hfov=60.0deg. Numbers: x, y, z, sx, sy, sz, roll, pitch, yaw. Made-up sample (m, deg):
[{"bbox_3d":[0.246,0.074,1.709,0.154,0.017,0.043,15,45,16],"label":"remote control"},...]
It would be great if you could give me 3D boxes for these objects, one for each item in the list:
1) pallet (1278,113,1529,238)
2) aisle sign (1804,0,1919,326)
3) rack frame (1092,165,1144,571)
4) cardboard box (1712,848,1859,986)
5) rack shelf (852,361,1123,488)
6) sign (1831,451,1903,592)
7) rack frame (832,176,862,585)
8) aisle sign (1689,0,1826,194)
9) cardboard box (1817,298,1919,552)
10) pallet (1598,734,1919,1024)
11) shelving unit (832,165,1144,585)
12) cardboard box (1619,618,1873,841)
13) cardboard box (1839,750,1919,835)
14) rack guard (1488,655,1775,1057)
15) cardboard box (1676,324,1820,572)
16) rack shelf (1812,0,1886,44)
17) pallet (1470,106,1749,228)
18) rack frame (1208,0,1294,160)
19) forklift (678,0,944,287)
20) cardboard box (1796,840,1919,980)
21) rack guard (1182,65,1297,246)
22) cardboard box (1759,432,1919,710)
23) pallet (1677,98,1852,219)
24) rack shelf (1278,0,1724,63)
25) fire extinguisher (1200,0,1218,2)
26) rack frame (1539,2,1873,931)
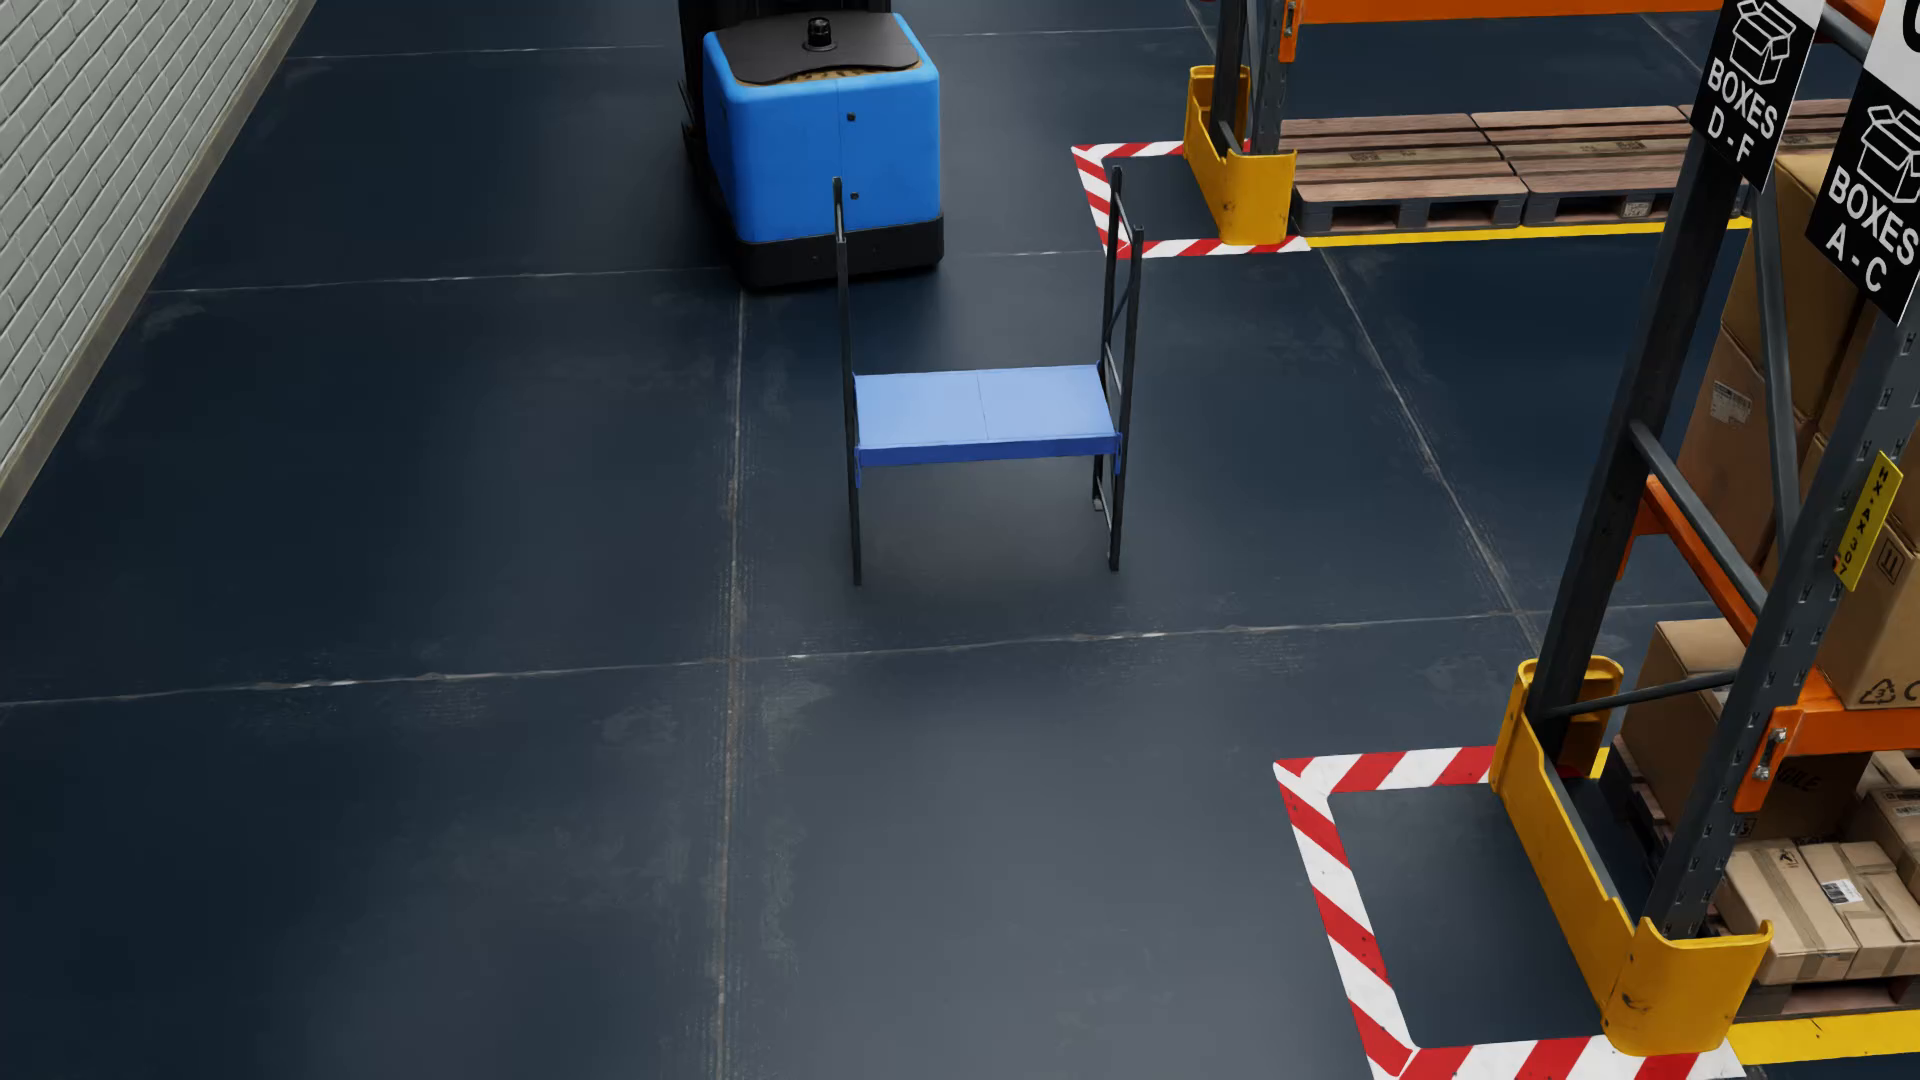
[{"bbox_3d":[2.345,-2.018,9.137,1.213,0.211,1.003,-3,38,-4],"label":"pallet"},{"bbox_3d":[1.913,-0.871,3.333,0.004,0.787,0.394,-3,38,-4],"label":"aisle sign"},{"bbox_3d":[0.591,-0.621,6.327,0.032,1.500,0.500,-3,38,-4],"label":"rack frame"},{"bbox_3d":[2.403,1.100,4.880,0.250,0.149,0.380,-3,38,-4],"label":"cardboard box"},{"bbox_3d":[0.085,-0.452,6.403,1.000,0.185,0.538,-3,38,-4],"label":"rack shelf"},{"bbox_3d":[2.003,-0.040,3.680,0.005,0.325,0.100,-3,38,-4],"label":"sign"},{"bbox_3d":[-0.421,-0.566,6.256,0.032,1.500,0.500,-3,38,-4],"label":"rack frame"},{"bbox_3d":[1.860,-1.241,3.802,0.004,0.787,0.394,-3,38,-4],"label":"aisle sign"},{"bbox_3d":[2.421,-0.329,3.857,0.500,0.500,0.500,-2,38,-3],"label":"cardboard box"},{"bbox_3d":[2.825,1.011,5.298,1.213,0.211,1.003,-3,38,-4],"label":"pallet"},{"bbox_3d":[0.085,-0.593,6.291,1.048,1.500,0.538,-3,38,-4],"label":"shelving unit"},{"bbox_3d":[2.475,0.592,5.241,0.500,0.500,0.500,-3,38,-4],"label":"cardboard box"},{"bbox_3d":[2.886,0.756,5.302,0.250,0.166,0.380,-3,38,-4],"label":"cardboard box"},{"bbox_3d":[2.031,0.942,5.152,0.348,0.500,1.175,-3,38,-4],"label":"rack guard"},{"bbox_3d":[2.377,-0.267,4.586,0.500,0.500,0.500,-2,38,-3],"label":"cardboard box"},{"bbox_3d":[3.947,-1.040,3.806,4.000,0.370,1.077,-3,38,-4],"label":"rack shelf"},{"bbox_3d":[3.557,-2.083,9.220,1.213,0.211,1.003,-3,38,-4],"label":"pallet"},{"bbox_3d":[1.520,-3.092,8.247,0.127,3.000,1.000,-3,38,-4],"label":"rack frame"},{"bbox_3d":[-0.968,-3.318,8.589,1.130,2.935,3.031,-10,39,-12],"label":"forklift"},{"bbox_3d":[2.652,1.080,4.892,0.250,0.166,0.380,-3,38,-4],"label":"cardboard box"},{"bbox_3d":[1.497,-2.101,9.009,0.348,0.500,1.175,-3,38,-4],"label":"rack guard"},{"bbox_3d":[3.659,-0.170,4.463,3.026,0.500,1.079,-3,38,-3],"label":"cardboard box"},{"bbox_3d":[4.775,-2.152,9.307,1.213,0.211,1.003,-3,38,-4],"label":"pallet"},{"bbox_3d":[3.512,-2.919,8.608,4.000,0.370,1.077,-3,38,-4],"label":"rack shelf"},{"bbox_3d":[1.330,-3.187,8.731,0.183,0.674,0.296,-3,38,-4],"label":"fire extinguisher"},{"bbox_3d":[1.955,-0.033,4.370,0.053,2.616,0.949,-3,38,-4],"label":"rack frame"}]
